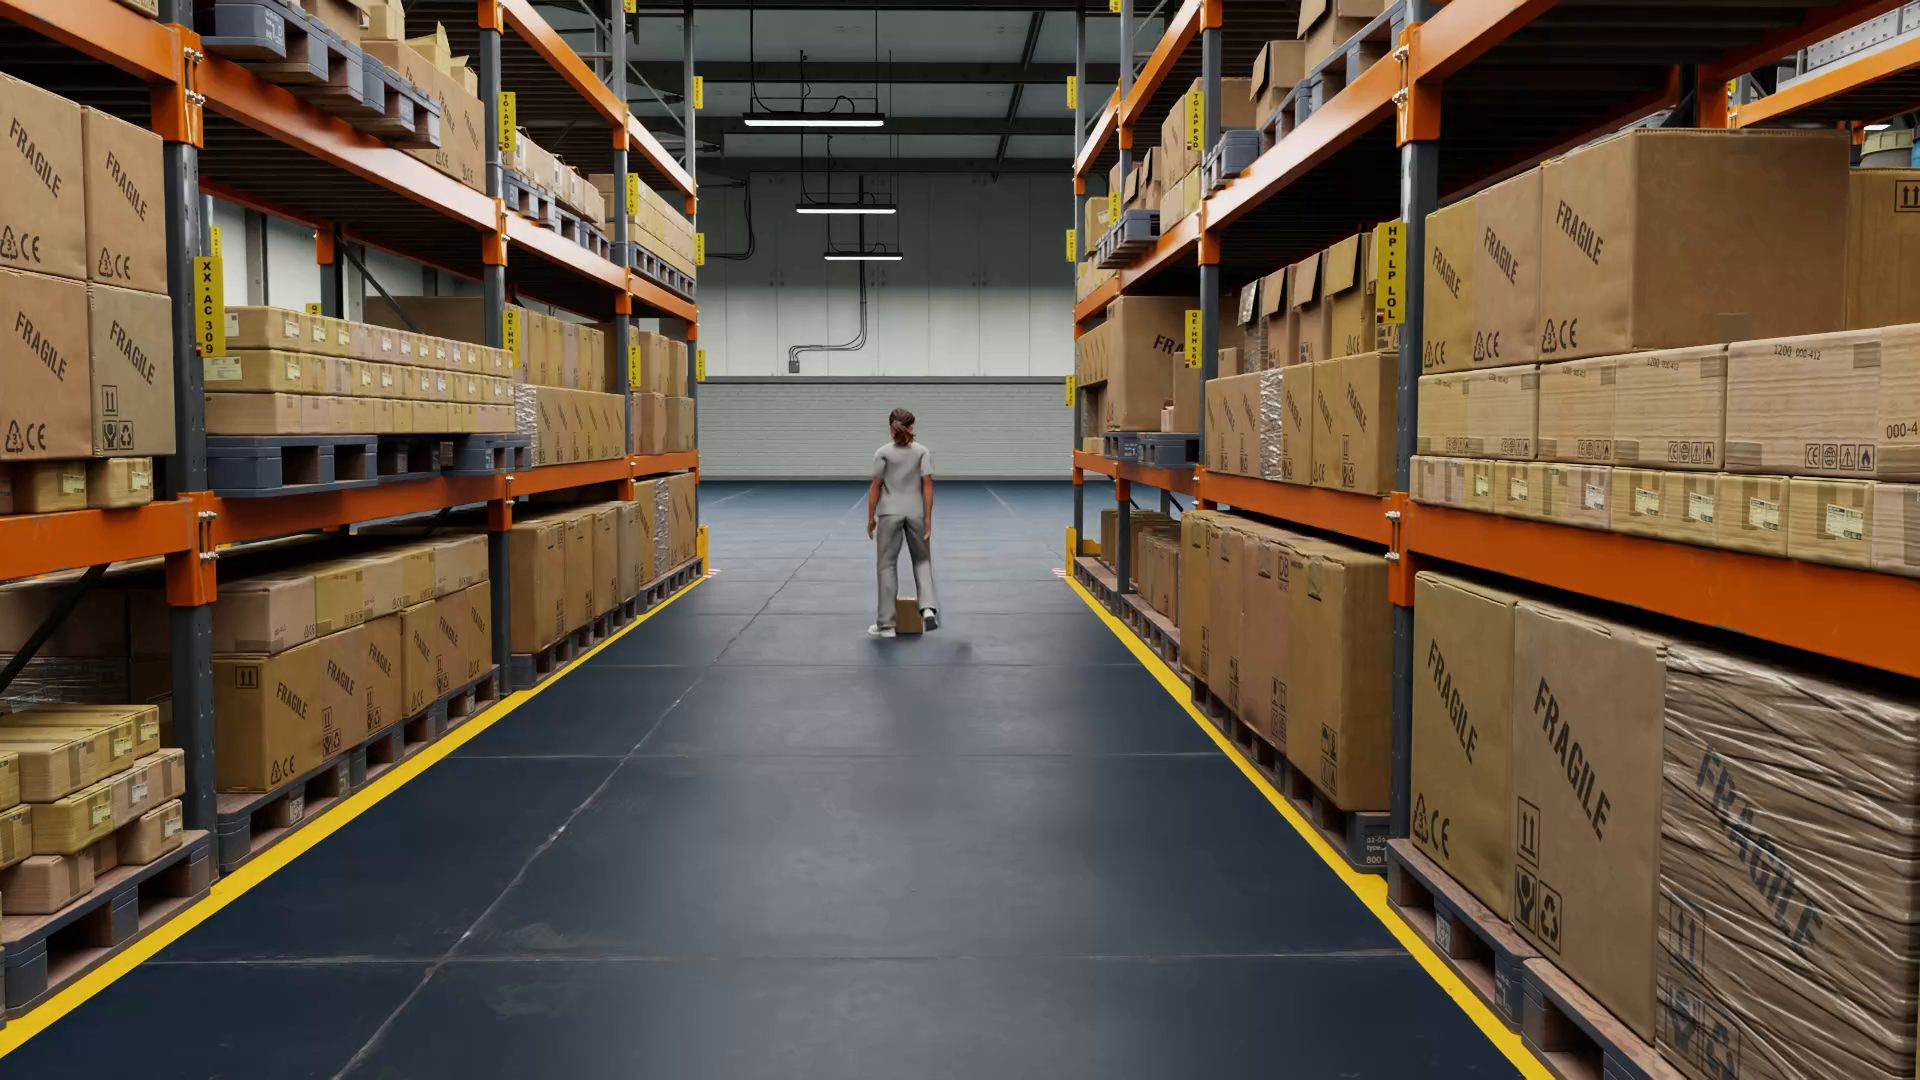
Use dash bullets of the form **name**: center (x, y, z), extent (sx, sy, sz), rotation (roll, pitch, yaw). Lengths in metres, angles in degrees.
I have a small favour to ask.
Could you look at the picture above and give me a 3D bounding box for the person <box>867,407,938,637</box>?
- **person**: center (-0.408, -0.127, 12.085), extent (0.495, 1.660, 0.428), rotation (-1, 4, -15)
